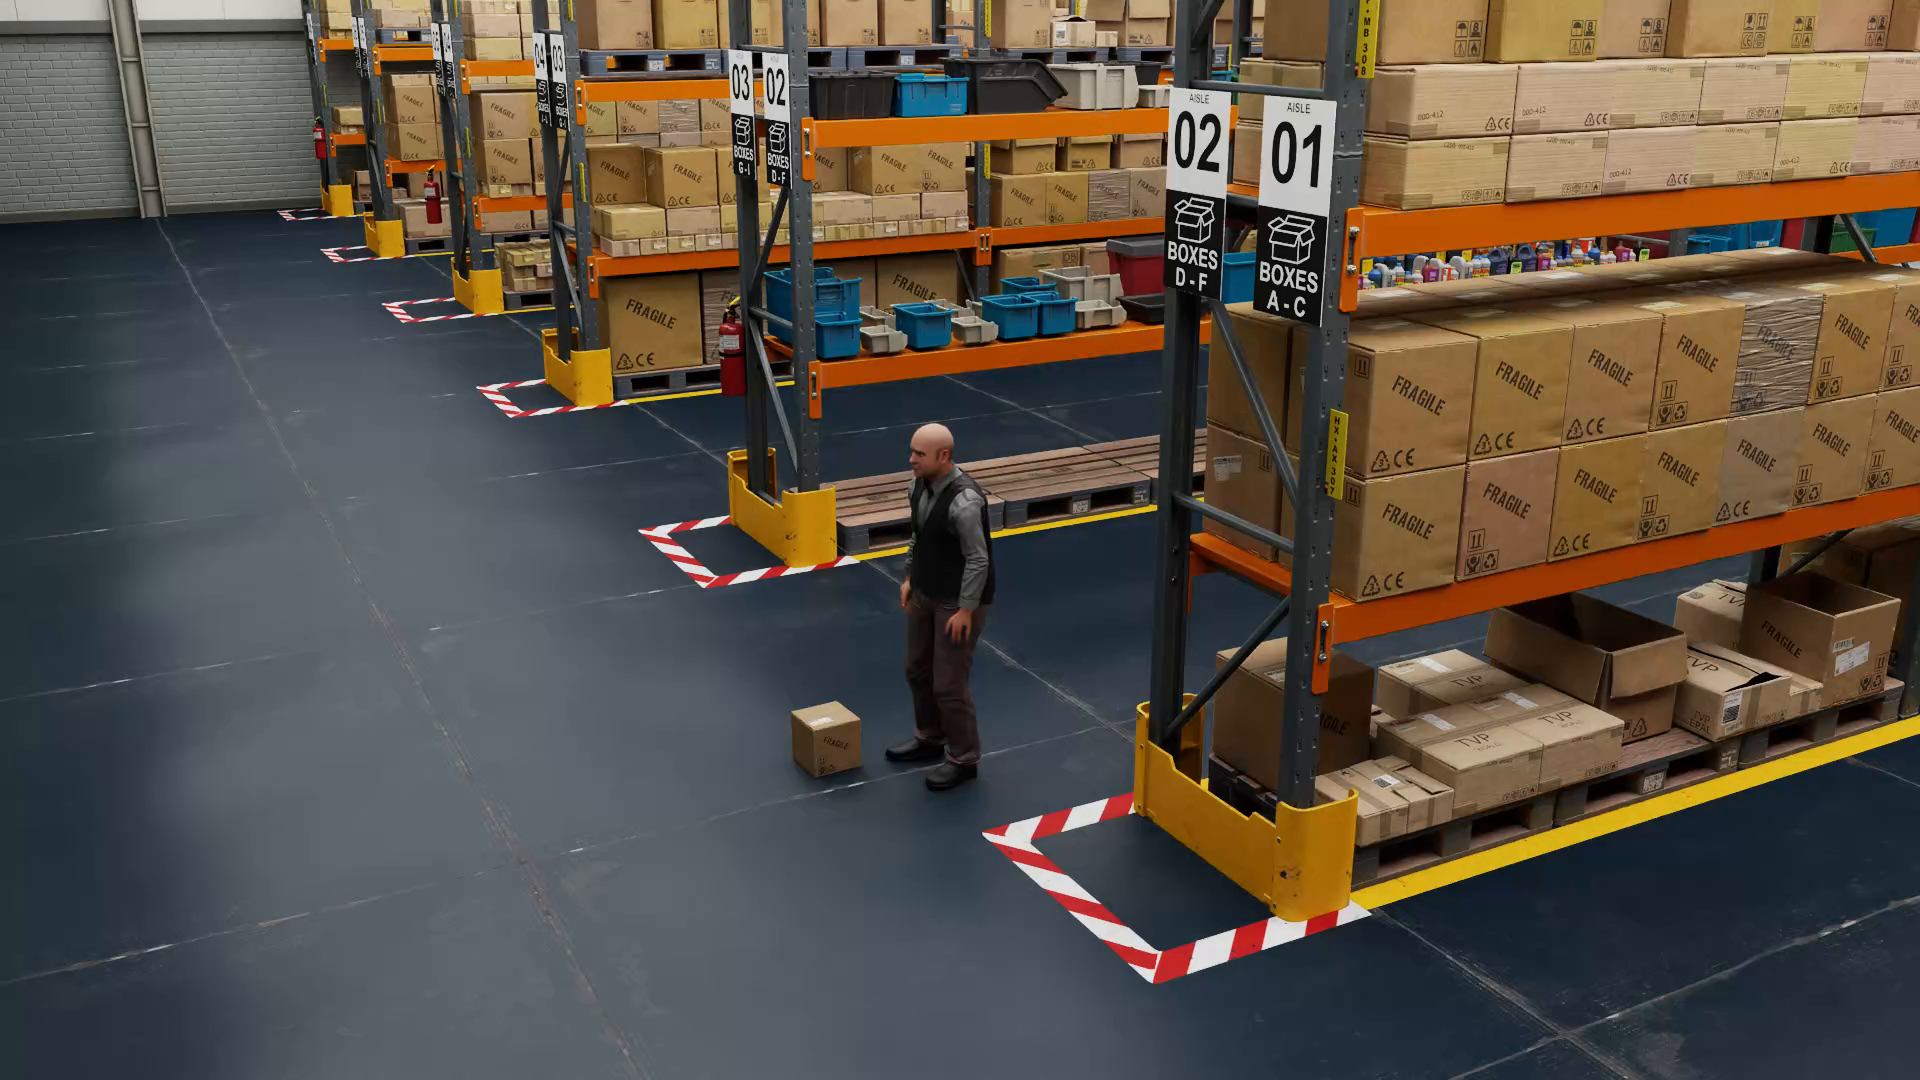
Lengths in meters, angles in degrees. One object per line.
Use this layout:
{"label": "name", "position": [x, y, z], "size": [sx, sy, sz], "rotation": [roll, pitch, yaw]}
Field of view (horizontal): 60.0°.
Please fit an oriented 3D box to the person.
{"label": "person", "position": [-0.064, 0.283, 7.742], "size": [0.417, 1.722, 0.580], "rotation": [-10, 21, -29]}
